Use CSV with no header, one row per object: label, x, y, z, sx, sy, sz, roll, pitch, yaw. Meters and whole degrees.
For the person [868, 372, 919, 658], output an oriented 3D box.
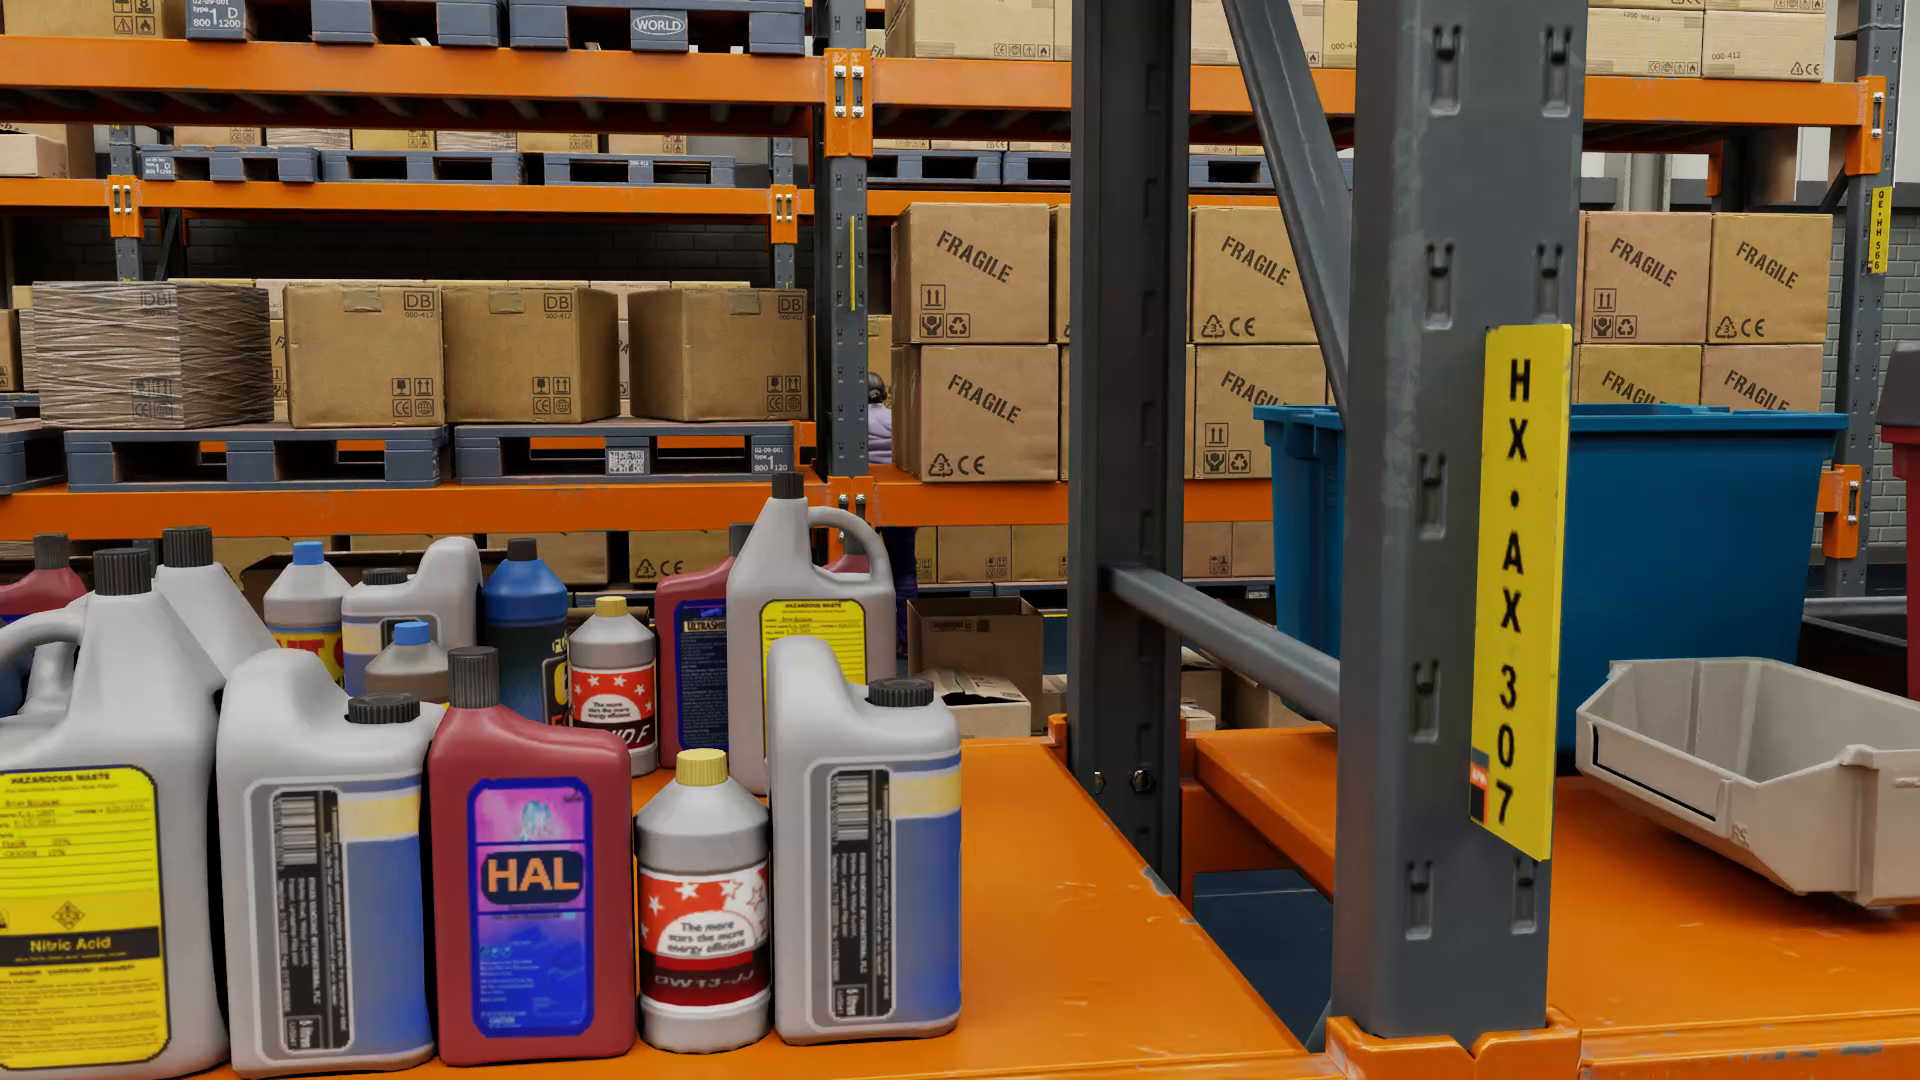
person,-0.467,-0.139,9.590,0.564,1.648,0.421,-1,7,-12
